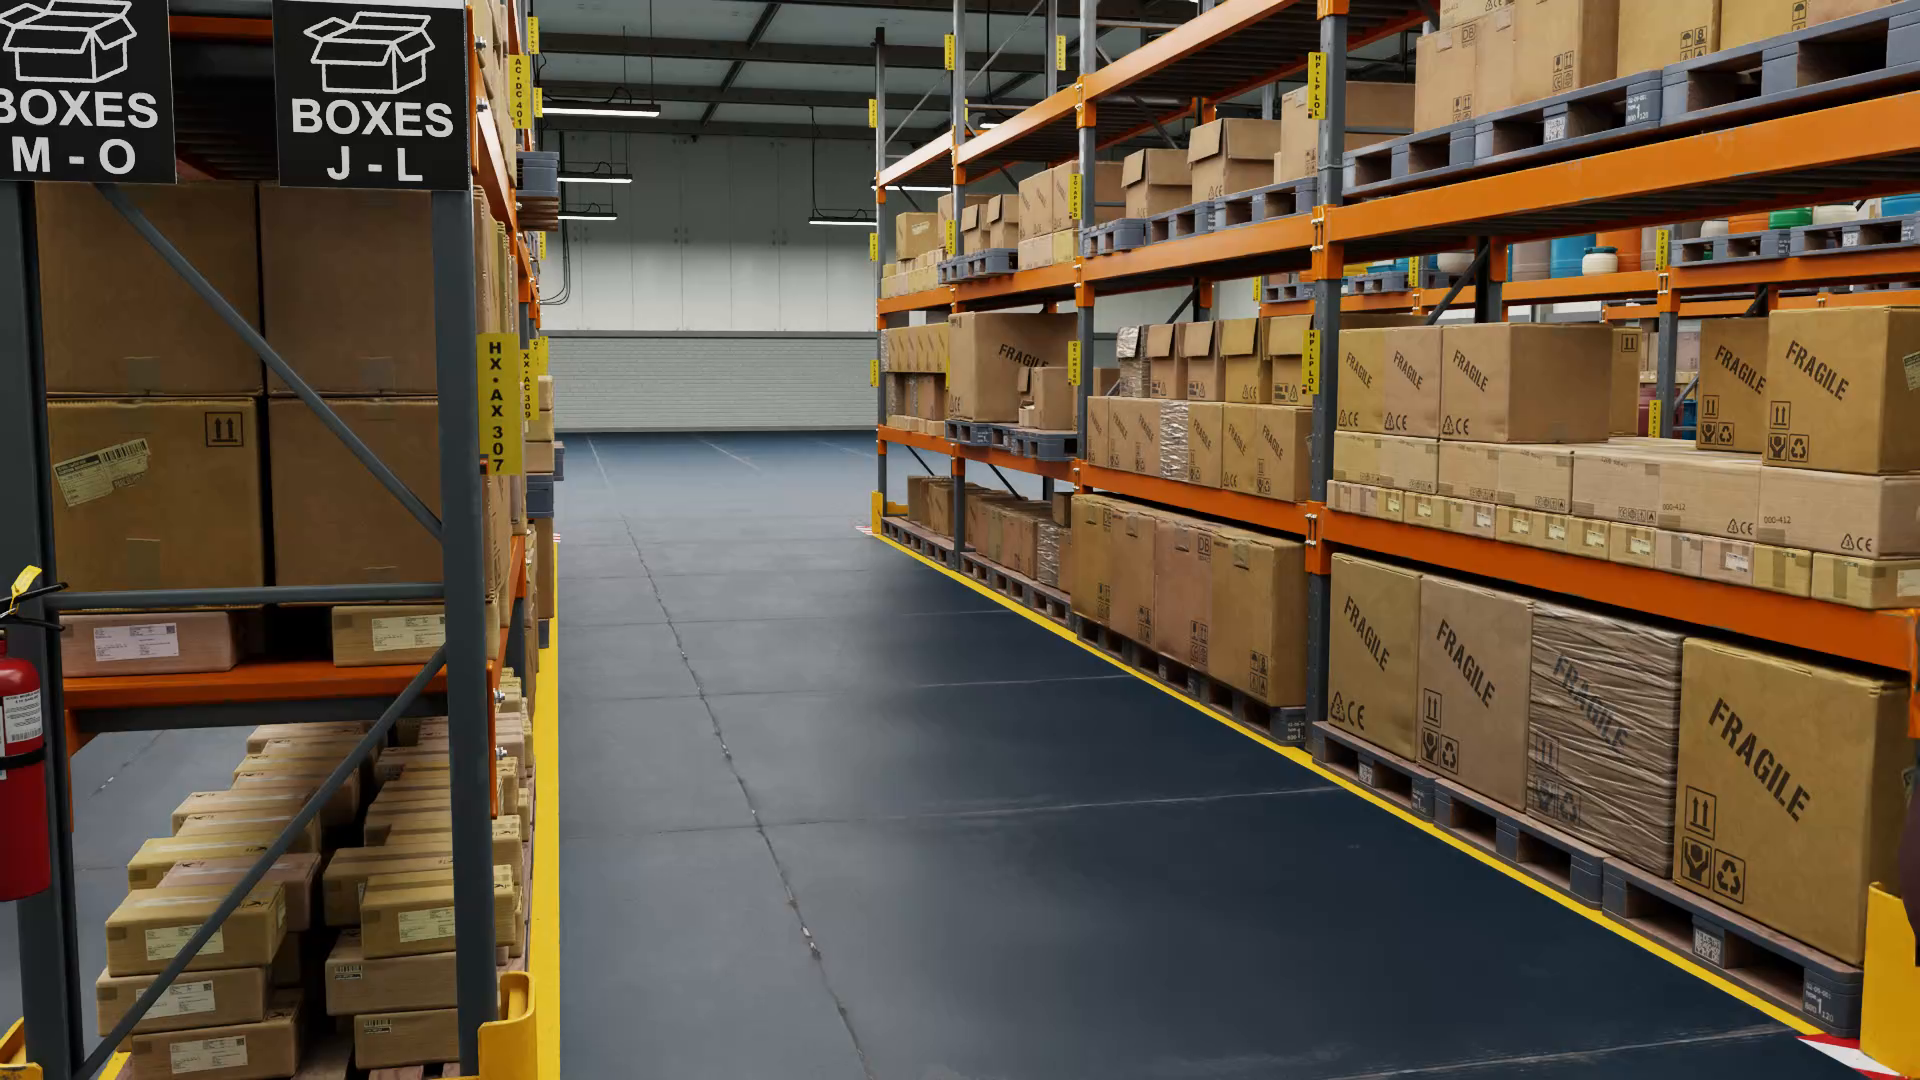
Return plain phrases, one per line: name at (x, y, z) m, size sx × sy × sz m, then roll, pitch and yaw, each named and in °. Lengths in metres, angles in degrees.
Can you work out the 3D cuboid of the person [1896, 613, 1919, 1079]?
person at (2.245, 0.749, 3.575) m, size 0.663 × 1.771 × 0.507 m, roll -4°, pitch 7°, yaw -32°
